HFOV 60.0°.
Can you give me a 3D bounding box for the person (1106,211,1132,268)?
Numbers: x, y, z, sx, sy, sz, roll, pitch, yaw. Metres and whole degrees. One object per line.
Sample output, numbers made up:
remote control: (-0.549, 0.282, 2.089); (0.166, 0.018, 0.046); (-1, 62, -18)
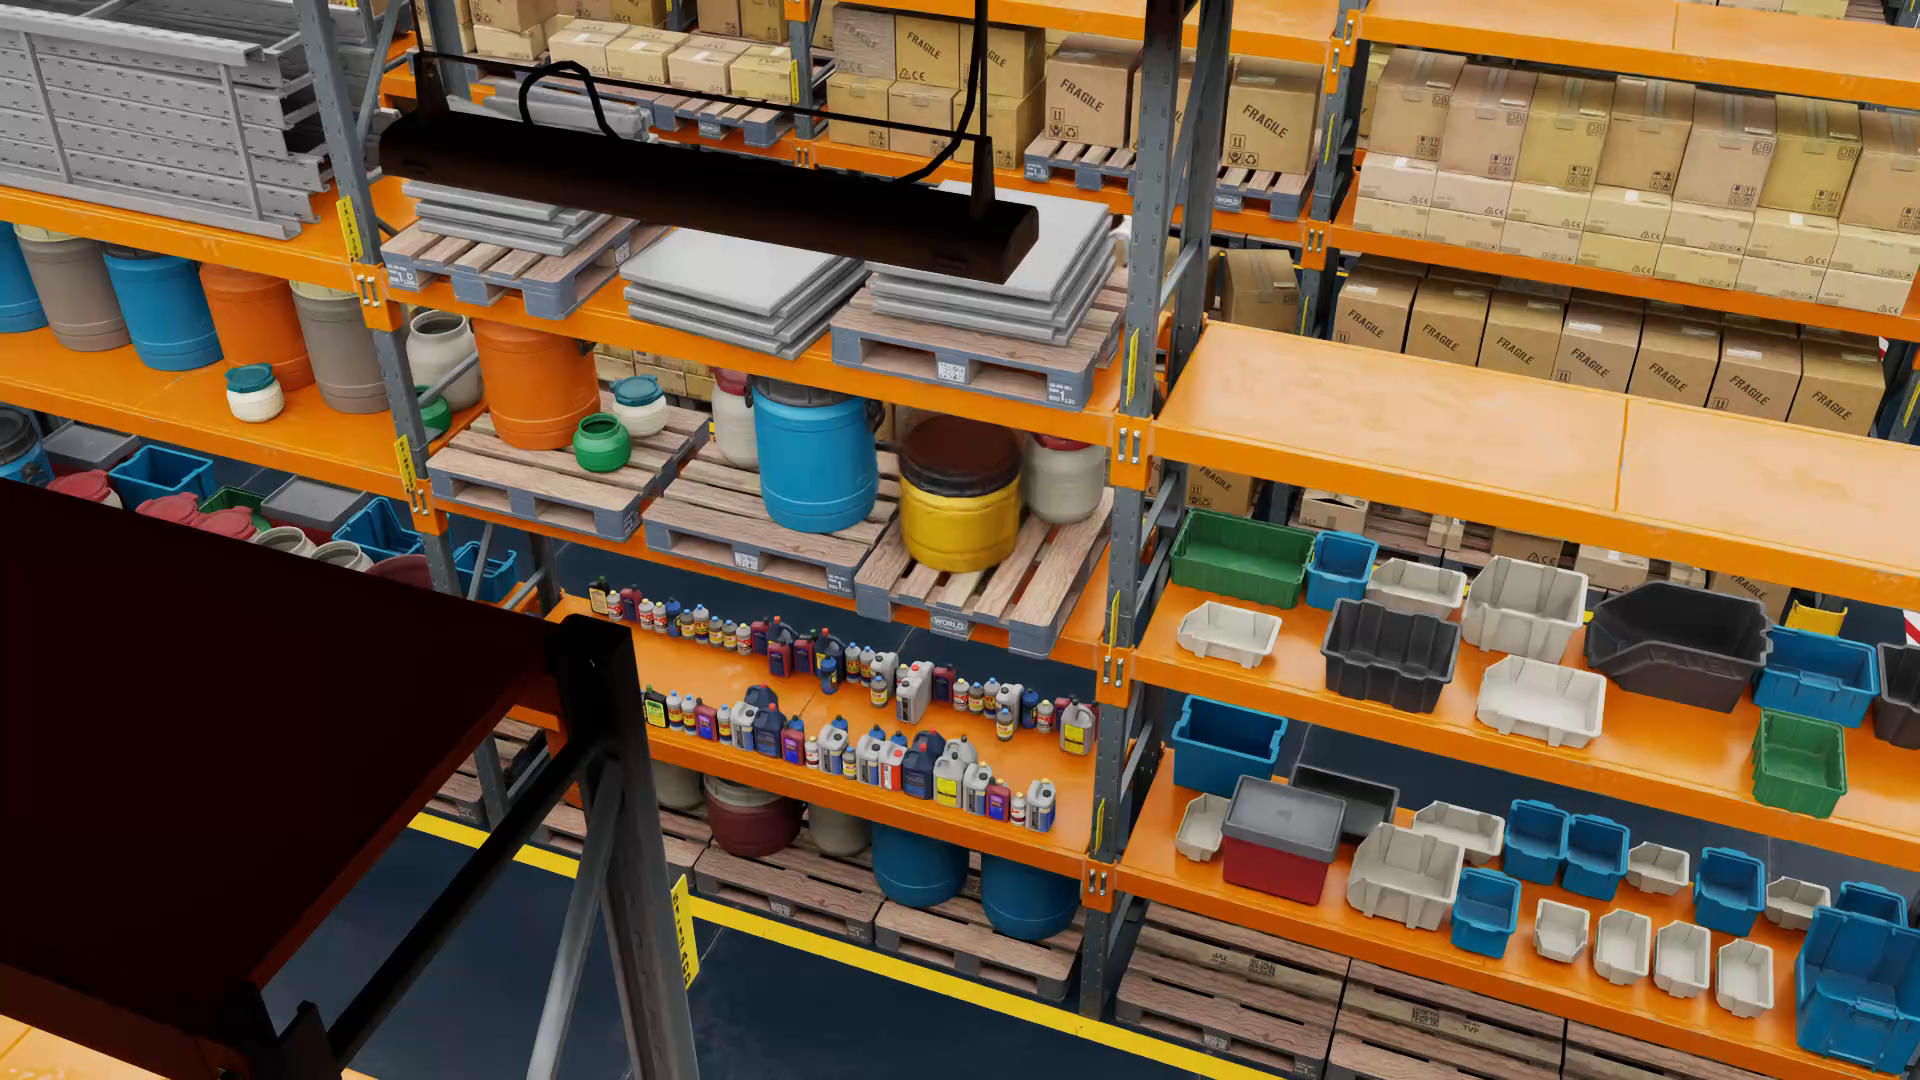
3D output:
person: (1.521, -2.309, 15.049); (0.689, 1.763, 0.647); (6, 37, 8)
